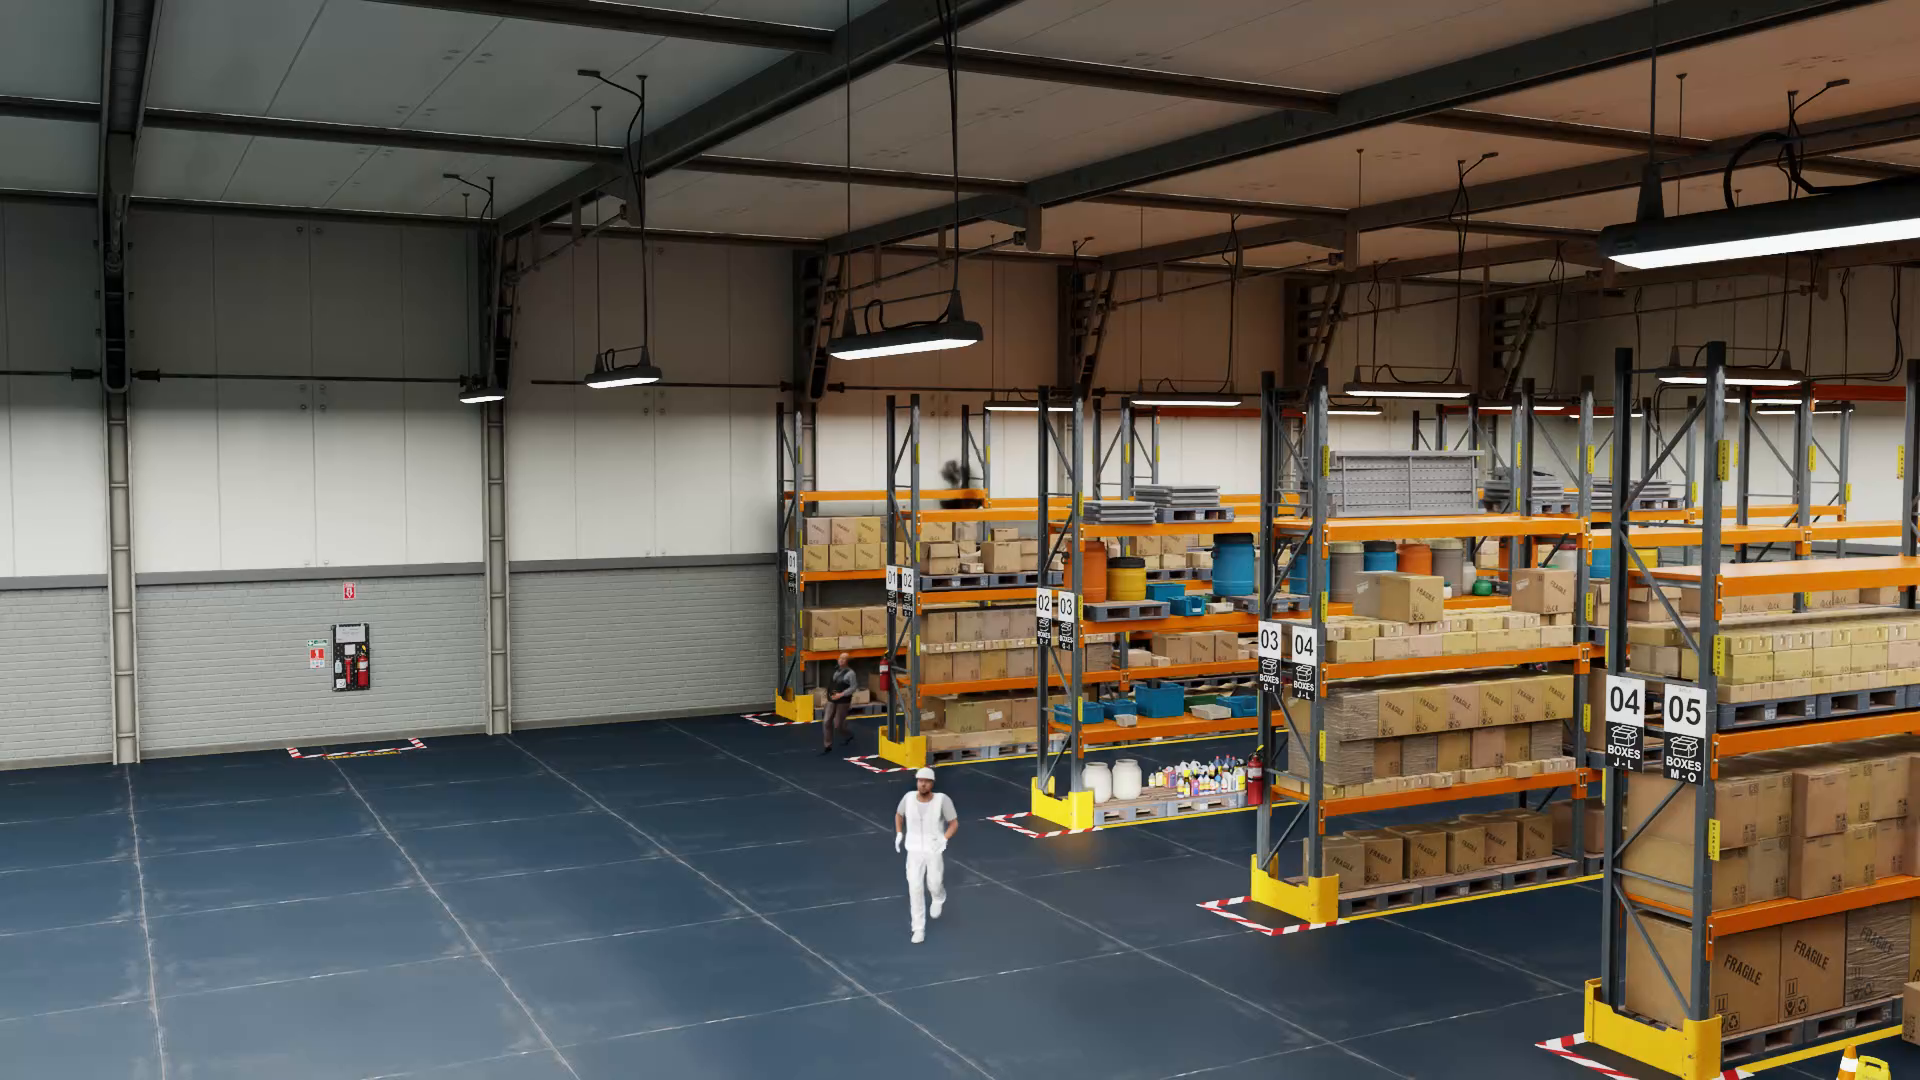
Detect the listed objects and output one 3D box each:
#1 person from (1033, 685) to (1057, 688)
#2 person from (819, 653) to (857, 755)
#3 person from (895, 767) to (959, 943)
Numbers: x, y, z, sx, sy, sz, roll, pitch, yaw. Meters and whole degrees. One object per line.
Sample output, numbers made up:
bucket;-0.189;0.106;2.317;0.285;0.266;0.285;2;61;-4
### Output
person;1.571;2.601;30.887;0.721;1.614;0.576;-3;4;-40
person;-1.984;2.743;27.987;0.681;1.711;0.793;2;4;36
person;-0.364;3.276;17.597;0.707;1.770;0.918;0;3;8
